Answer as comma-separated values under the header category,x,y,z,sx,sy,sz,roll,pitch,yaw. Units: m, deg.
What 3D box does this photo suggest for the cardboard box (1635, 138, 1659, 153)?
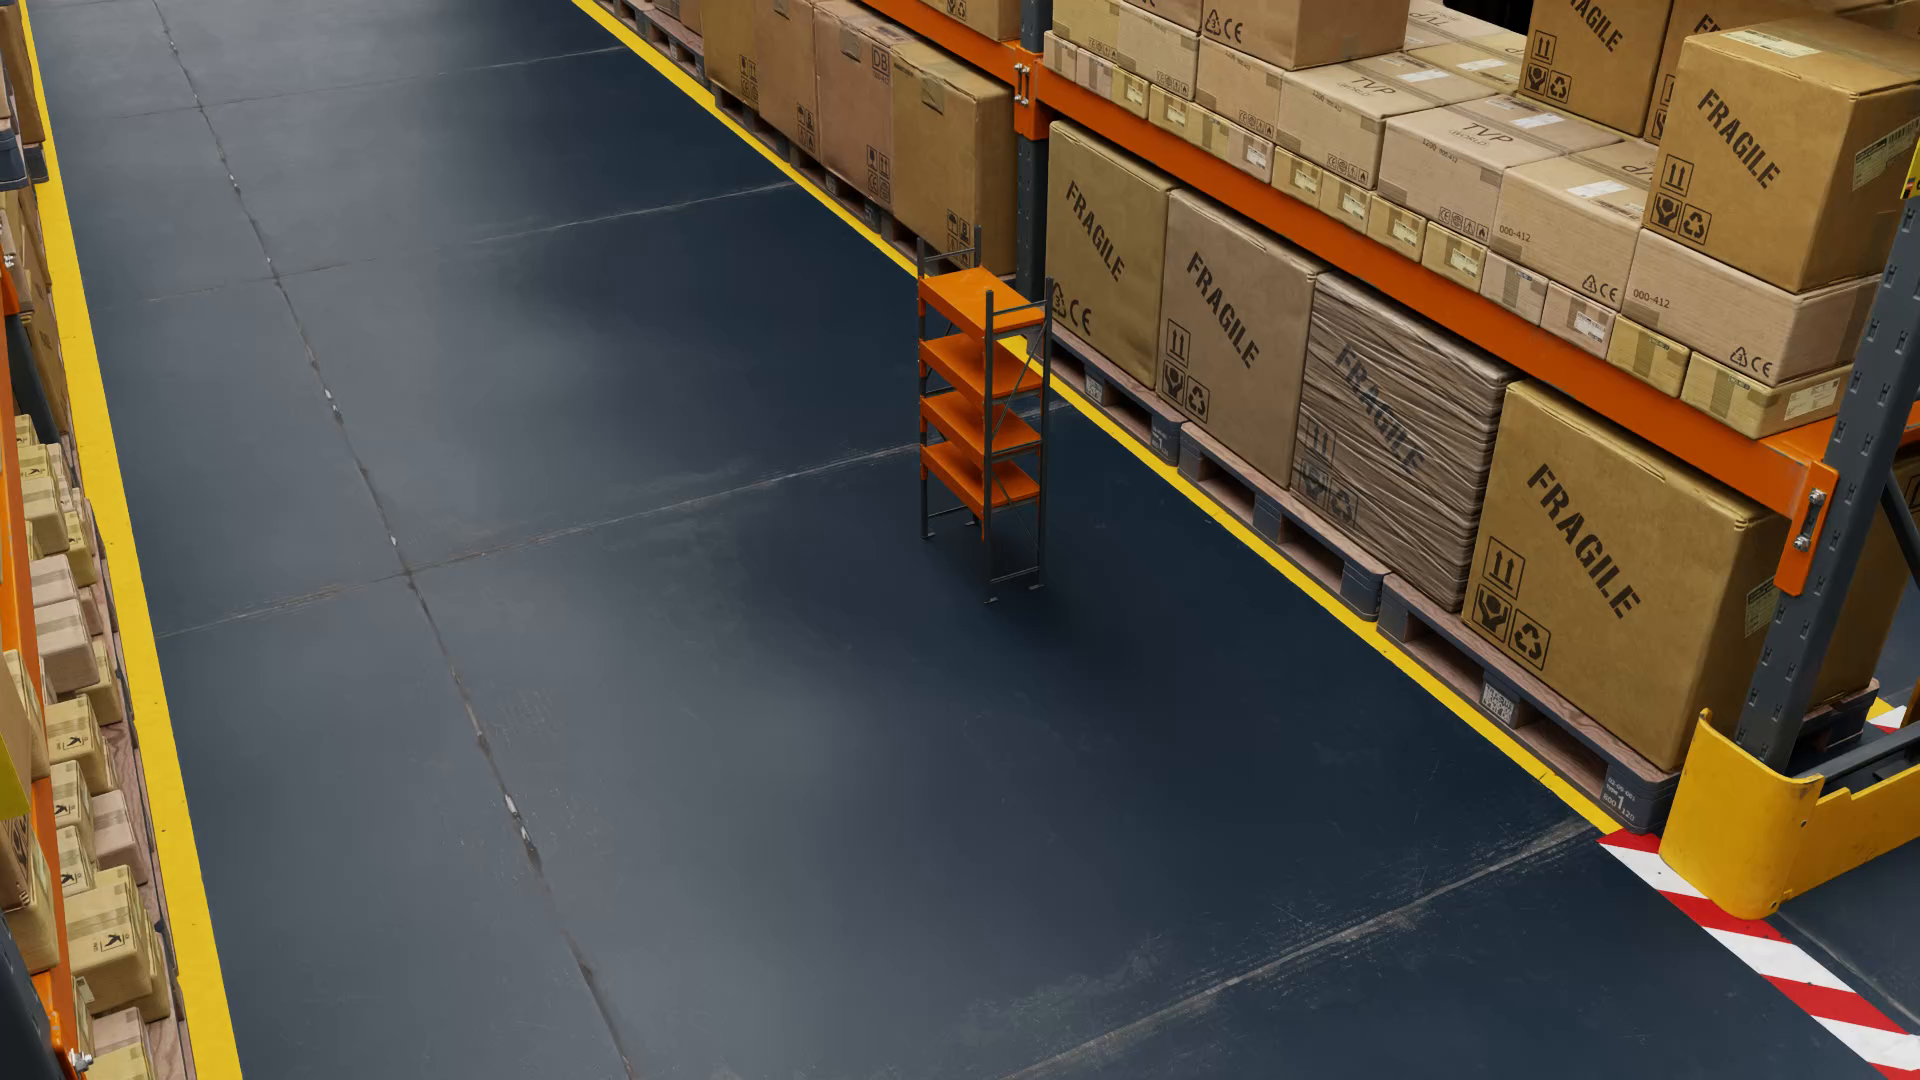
category,x,y,z,sx,sy,sz,roll,pitch,yaw
cardboard box,2.357,-1.042,4.959,0.500,0.250,0.500,-16,36,-24

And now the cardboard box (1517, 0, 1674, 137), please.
category,x,y,z,sx,sy,sz,roll,pitch,yaw
cardboard box,2.125,-1.596,5.128,0.500,0.500,0.500,-17,36,-24

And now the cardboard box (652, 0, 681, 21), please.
category,x,y,z,sx,sy,sz,roll,pitch,yaw
cardboard box,-1.740,-3.963,11.565,0.700,0.500,0.500,-19,37,-27

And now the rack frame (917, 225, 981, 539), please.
category,x,y,z,sx,sy,sz,roll,pitch,yaw
rack frame,-0.037,-0.543,5.985,0.240,1.200,0.015,-16,36,-23

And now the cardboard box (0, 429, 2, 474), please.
category,x,y,z,sx,sy,sz,roll,pitch,yaw
cardboard box,-2.577,-0.235,4.069,0.380,0.149,0.250,-15,36,-22

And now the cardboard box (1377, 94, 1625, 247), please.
category,x,y,z,sx,sy,sz,roll,pitch,yaw
cardboard box,1.656,-1.148,5.125,0.500,0.250,0.500,-17,36,-25

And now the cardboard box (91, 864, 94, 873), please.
category,x,y,z,sx,sy,sz,roll,pitch,yaw
cardboard box,-2.364,0.855,4.113,0.380,0.149,0.250,-18,37,-25

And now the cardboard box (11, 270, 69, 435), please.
category,x,y,z,sx,sy,sz,roll,pitch,yaw
cardboard box,-3.820,-0.690,6.474,0.500,0.500,0.500,-14,35,-21

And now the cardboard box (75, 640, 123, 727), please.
category,x,y,z,sx,sy,sz,roll,pitch,yaw
cardboard box,-2.743,0.473,4.985,0.380,0.149,0.250,-16,36,-23

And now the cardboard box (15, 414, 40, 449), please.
category,x,y,z,sx,sy,sz,roll,pitch,yaw
cardboard box,-3.314,-0.269,5.591,0.380,0.149,0.250,-15,36,-22

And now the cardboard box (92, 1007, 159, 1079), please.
category,x,y,z,sx,sy,sz,roll,pitch,yaw
cardboard box,-1.940,1.202,3.572,0.380,0.149,0.250,-16,36,-23

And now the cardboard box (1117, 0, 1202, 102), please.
category,x,y,z,sx,sy,sz,roll,pitch,yaw
cardboard box,0.940,-1.879,6.265,0.500,0.250,0.500,-16,36,-23

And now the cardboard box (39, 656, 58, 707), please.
category,x,y,z,sx,sy,sz,roll,pitch,yaw
cardboard box,-2.622,0.481,4.420,0.380,0.149,0.250,-16,36,-23

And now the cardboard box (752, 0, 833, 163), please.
category,x,y,z,sx,sy,sz,roll,pitch,yaw
cardboard box,-0.428,-2.775,9.381,1.225,0.875,0.875,-16,36,-23

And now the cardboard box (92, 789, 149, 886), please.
category,x,y,z,sx,sy,sz,roll,pitch,yaw
cardboard box,-2.387,0.846,4.402,0.380,0.149,0.250,-18,37,-25

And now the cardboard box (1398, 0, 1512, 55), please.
category,x,y,z,sx,sy,sz,roll,pitch,yaw
cardboard box,1.644,-1.773,6.100,0.500,0.250,0.500,-15,36,-22

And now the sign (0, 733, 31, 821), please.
category,x,y,z,sx,sy,sz,roll,pitch,yaw
sign,-1.365,0.262,2.259,0.100,0.325,0.005,-16,36,-23

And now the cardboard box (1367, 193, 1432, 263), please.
category,x,y,z,sx,sy,sz,roll,pitch,yaw
cardboard box,1.534,-1.029,5.308,0.380,0.149,0.250,-16,36,-23

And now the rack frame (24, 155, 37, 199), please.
category,x,y,z,sx,sy,sz,roll,pitch,yaw
rack frame,-5.575,-3.055,8.238,1.000,3.000,0.127,-16,36,-23

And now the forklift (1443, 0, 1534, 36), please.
category,x,y,z,sx,sy,sz,roll,pitch,yaw
forklift,2.765,-2.464,7.378,1.130,2.935,3.031,15,35,22

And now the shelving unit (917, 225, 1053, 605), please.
category,x,y,z,sx,sy,sz,roll,pitch,yaw
shelving unit,0.077,-0.426,5.803,0.258,1.200,0.503,-16,36,-23

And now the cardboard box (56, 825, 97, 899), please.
category,x,y,z,sx,sy,sz,roll,pitch,yaw
cardboard box,-2.217,0.849,3.846,0.380,0.149,0.250,-18,37,-25

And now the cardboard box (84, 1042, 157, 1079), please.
category,x,y,z,sx,sy,sz,roll,pitch,yaw
cardboard box,-1.789,1.200,3.298,0.380,0.149,0.250,-18,37,-25

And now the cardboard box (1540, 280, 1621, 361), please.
category,x,y,z,sx,sy,sz,roll,pitch,yaw
cardboard box,1.893,-0.662,4.736,0.380,0.149,0.250,-16,36,-23

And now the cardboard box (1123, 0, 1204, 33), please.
category,x,y,z,sx,sy,sz,roll,pitch,yaw
cardboard box,0.945,-2.194,6.061,0.500,0.500,0.500,-16,36,-23

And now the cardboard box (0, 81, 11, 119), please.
category,x,y,z,sx,sy,sz,roll,pitch,yaw
cardboard box,-3.487,-1.521,5.687,0.380,0.149,0.250,-18,37,-25

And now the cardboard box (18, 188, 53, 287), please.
category,x,y,z,sx,sy,sz,roll,pitch,yaw
cardboard box,-4.537,-1.434,7.636,0.500,0.500,0.500,-18,37,-25

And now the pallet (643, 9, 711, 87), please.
category,x,y,z,sx,sy,sz,roll,pitch,yaw
pallet,-1.503,-3.454,11.445,1.003,0.211,1.213,-16,36,-23

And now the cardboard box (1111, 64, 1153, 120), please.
category,x,y,z,sx,sy,sz,roll,pitch,yaw
cardboard box,0.814,-1.764,6.456,0.380,0.149,0.250,-15,35,-22

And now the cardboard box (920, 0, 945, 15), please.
category,x,y,z,sx,sy,sz,roll,pitch,yaw
cardboard box,0.041,-2.780,7.716,0.500,0.500,0.500,-15,35,-22

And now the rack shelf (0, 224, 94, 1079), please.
category,x,y,z,sx,sy,sz,roll,pitch,yaw
rack shelf,-2.778,0.111,3.963,1.077,0.370,4.000,-16,36,-23

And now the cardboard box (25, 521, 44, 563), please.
category,x,y,z,sx,sy,sz,roll,pitch,yaw
cardboard box,-2.985,0.104,5.010,0.380,0.149,0.250,-15,35,-22

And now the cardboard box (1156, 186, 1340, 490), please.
category,x,y,z,sx,sy,sz,roll,pitch,yaw
cardboard box,1.381,-0.863,6.397,0.875,0.875,0.875,-16,36,-23

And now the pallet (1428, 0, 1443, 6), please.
category,x,y,z,sx,sy,sz,roll,pitch,yaw
pallet,3.646,-3.960,12.236,1.003,0.211,1.213,-16,36,-23

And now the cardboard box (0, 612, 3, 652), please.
category,x,y,z,sx,sy,sz,roll,pitch,yaw
cardboard box,-2.082,0.063,3.003,0.500,0.500,0.500,-16,36,-23

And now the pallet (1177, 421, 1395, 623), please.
category,x,y,z,sx,sy,sz,roll,pitch,yaw
pallet,1.583,-0.206,6.376,1.003,0.211,1.213,-16,36,-23

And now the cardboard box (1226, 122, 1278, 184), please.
category,x,y,z,sx,sy,sz,roll,pitch,yaw
cardboard box,1.173,-1.396,5.882,0.380,0.149,0.250,-15,36,-23

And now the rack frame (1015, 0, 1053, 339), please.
category,x,y,z,sx,sy,sz,roll,pitch,yaw
rack frame,0.725,-2.346,7.130,1.000,3.000,0.127,-16,36,-23

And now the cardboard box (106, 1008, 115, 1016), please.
category,x,y,z,sx,sy,sz,roll,pitch,yaw
cardboard box,-2.123,1.235,3.796,0.380,0.149,0.250,-15,36,-23

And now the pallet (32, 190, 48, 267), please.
category,x,y,z,sx,sy,sz,roll,pitch,yaw
pallet,-5.212,-1.508,8.408,1.003,0.211,1.213,-16,36,-23

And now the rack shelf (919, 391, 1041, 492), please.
category,x,y,z,sx,sy,sz,roll,pitch,yaw
rack shelf,0.077,-0.370,5.839,0.258,0.148,0.480,-16,36,-23

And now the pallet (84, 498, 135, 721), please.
category,x,y,z,sx,sy,sz,roll,pitch,yaw
pallet,-3.366,0.340,5.524,1.003,0.211,1.213,-16,36,-23

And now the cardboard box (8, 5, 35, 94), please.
category,x,y,z,sx,sy,sz,roll,pitch,yaw
cardboard box,-6.190,-3.014,9.870,1.050,0.750,0.750,-15,36,-22

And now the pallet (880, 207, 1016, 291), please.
category,x,y,z,sx,sy,sz,roll,pitch,yaw
pallet,0.298,-1.521,8.428,1.003,0.211,1.213,-16,36,-23

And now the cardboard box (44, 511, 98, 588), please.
category,x,y,z,sx,sy,sz,roll,pitch,yaw
cardboard box,-3.004,0.072,5.335,0.380,0.149,0.250,-17,36,-25

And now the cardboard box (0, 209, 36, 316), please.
category,x,y,z,sx,sy,sz,roll,pitch,yaw
cardboard box,-3.821,-1.005,6.271,0.500,0.250,0.500,-18,37,-25
